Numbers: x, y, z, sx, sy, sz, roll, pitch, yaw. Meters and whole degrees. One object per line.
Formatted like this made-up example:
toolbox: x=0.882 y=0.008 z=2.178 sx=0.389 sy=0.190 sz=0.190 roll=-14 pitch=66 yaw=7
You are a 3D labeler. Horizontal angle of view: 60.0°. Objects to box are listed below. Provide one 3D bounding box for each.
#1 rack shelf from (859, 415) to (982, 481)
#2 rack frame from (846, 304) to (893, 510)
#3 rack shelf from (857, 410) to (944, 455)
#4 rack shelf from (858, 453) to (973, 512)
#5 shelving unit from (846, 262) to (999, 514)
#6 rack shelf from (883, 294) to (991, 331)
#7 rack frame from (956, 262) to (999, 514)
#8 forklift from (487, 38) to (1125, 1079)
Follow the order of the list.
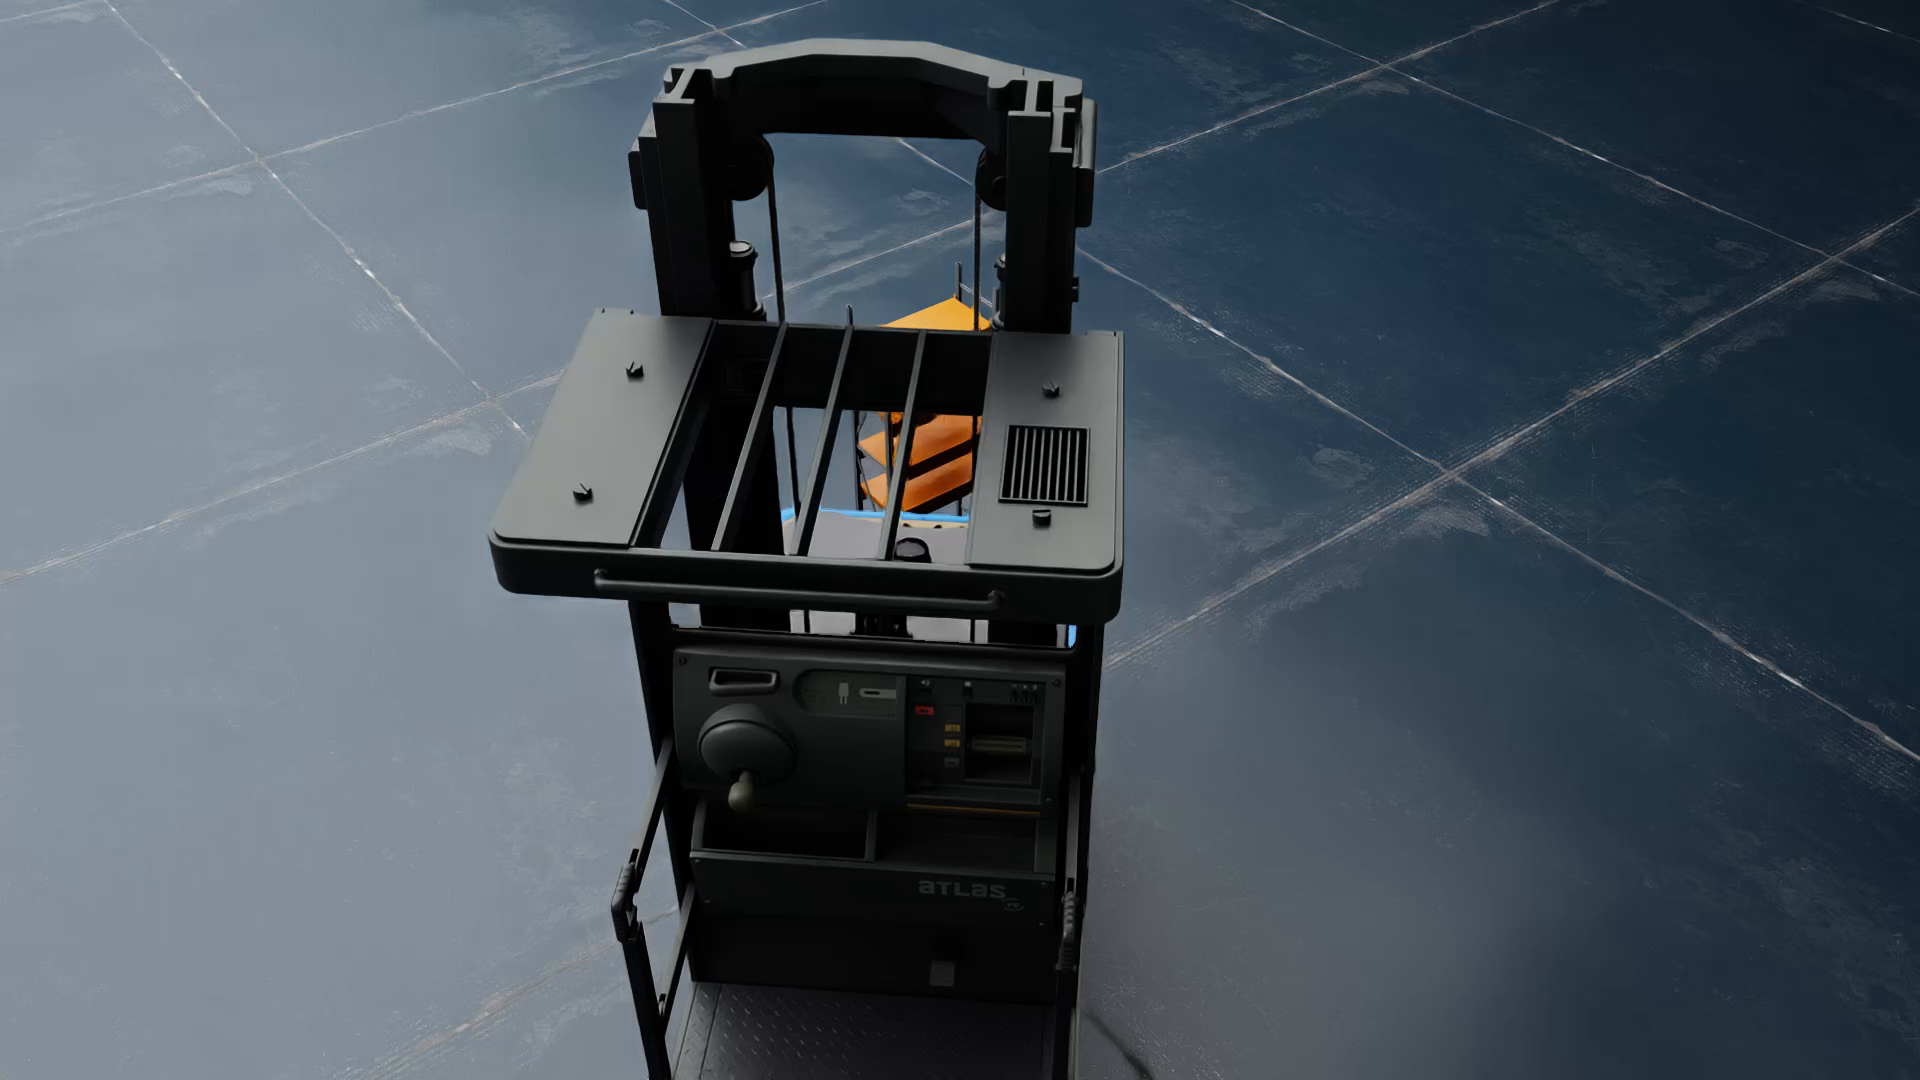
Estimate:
rack shelf: x=-0.131 y=-0.348 z=6.334 sx=0.480 sy=0.148 sz=0.258 roll=-26 pitch=46 yaw=-28
rack frame: x=-0.325 y=-0.306 z=6.177 sx=0.015 sy=1.200 sz=0.240 roll=-26 pitch=46 yaw=-28
rack shelf: x=-0.131 y=-0.521 z=6.192 sx=0.480 sy=0.148 sz=0.258 roll=-26 pitch=46 yaw=-28
rack shelf: x=-0.131 y=-0.194 z=6.460 sx=0.480 sy=0.148 sz=0.258 roll=-26 pitch=46 yaw=-28
shelving unit: x=-0.131 y=-0.400 z=6.291 sx=0.503 sy=1.200 sz=0.258 roll=-26 pitch=46 yaw=-28
rack shelf: x=-0.131 y=-0.704 z=6.042 sx=0.480 sy=0.148 sz=0.258 roll=-26 pitch=46 yaw=-28
rack frame: x=0.062 y=-0.494 z=6.406 sx=0.015 sy=1.200 sz=0.240 roll=-26 pitch=46 yaw=-28
forklift: x=-0.233 y=0.539 z=3.782 sx=1.130 sy=2.935 sz=3.031 roll=3 pitch=39 yaw=4
